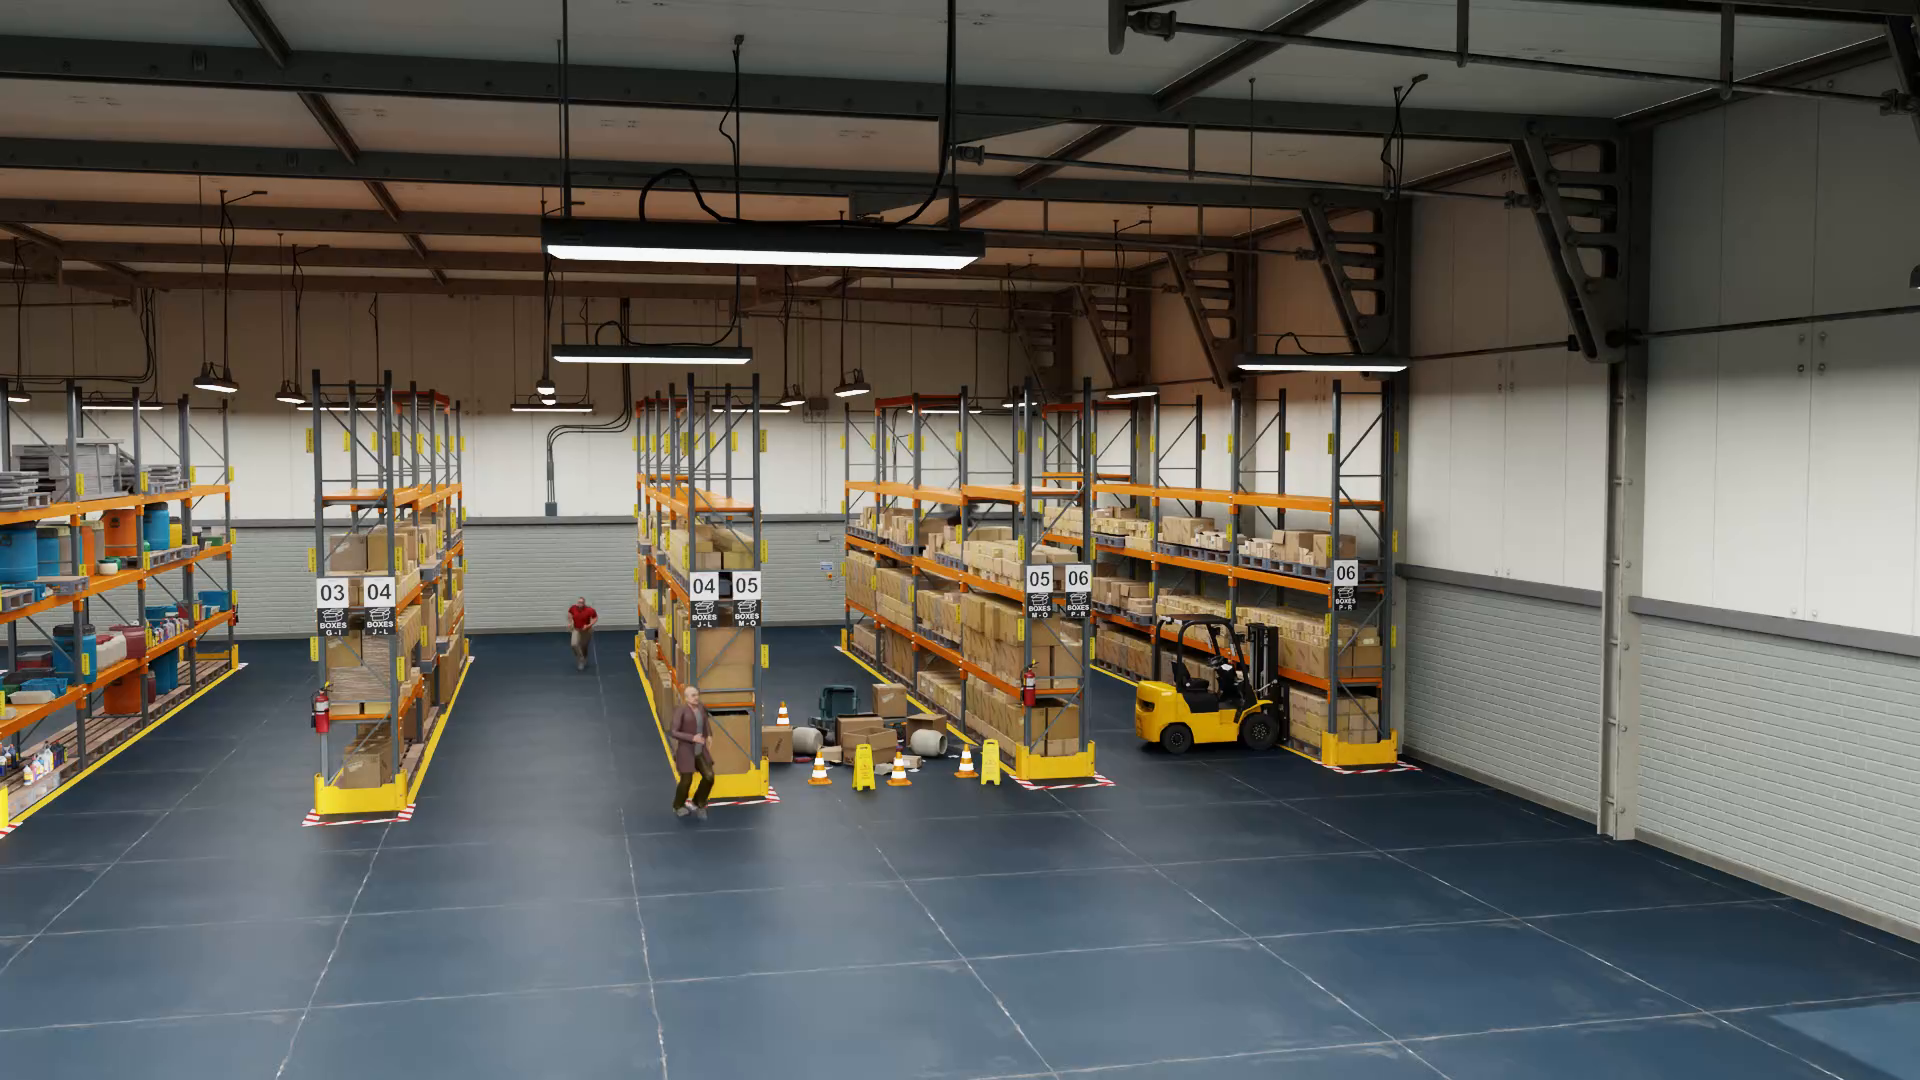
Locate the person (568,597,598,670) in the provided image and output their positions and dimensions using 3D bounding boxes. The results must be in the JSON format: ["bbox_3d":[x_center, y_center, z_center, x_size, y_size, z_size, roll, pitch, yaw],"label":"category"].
[{"bbox_3d":[-8.425,2.076,37.294,0.683,1.683,0.944,0,3,1],"label":"person"}]

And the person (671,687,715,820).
[{"bbox_3d":[-3.530,2.859,22.101,0.741,1.829,0.776,-3,5,-45],"label":"person"}]
